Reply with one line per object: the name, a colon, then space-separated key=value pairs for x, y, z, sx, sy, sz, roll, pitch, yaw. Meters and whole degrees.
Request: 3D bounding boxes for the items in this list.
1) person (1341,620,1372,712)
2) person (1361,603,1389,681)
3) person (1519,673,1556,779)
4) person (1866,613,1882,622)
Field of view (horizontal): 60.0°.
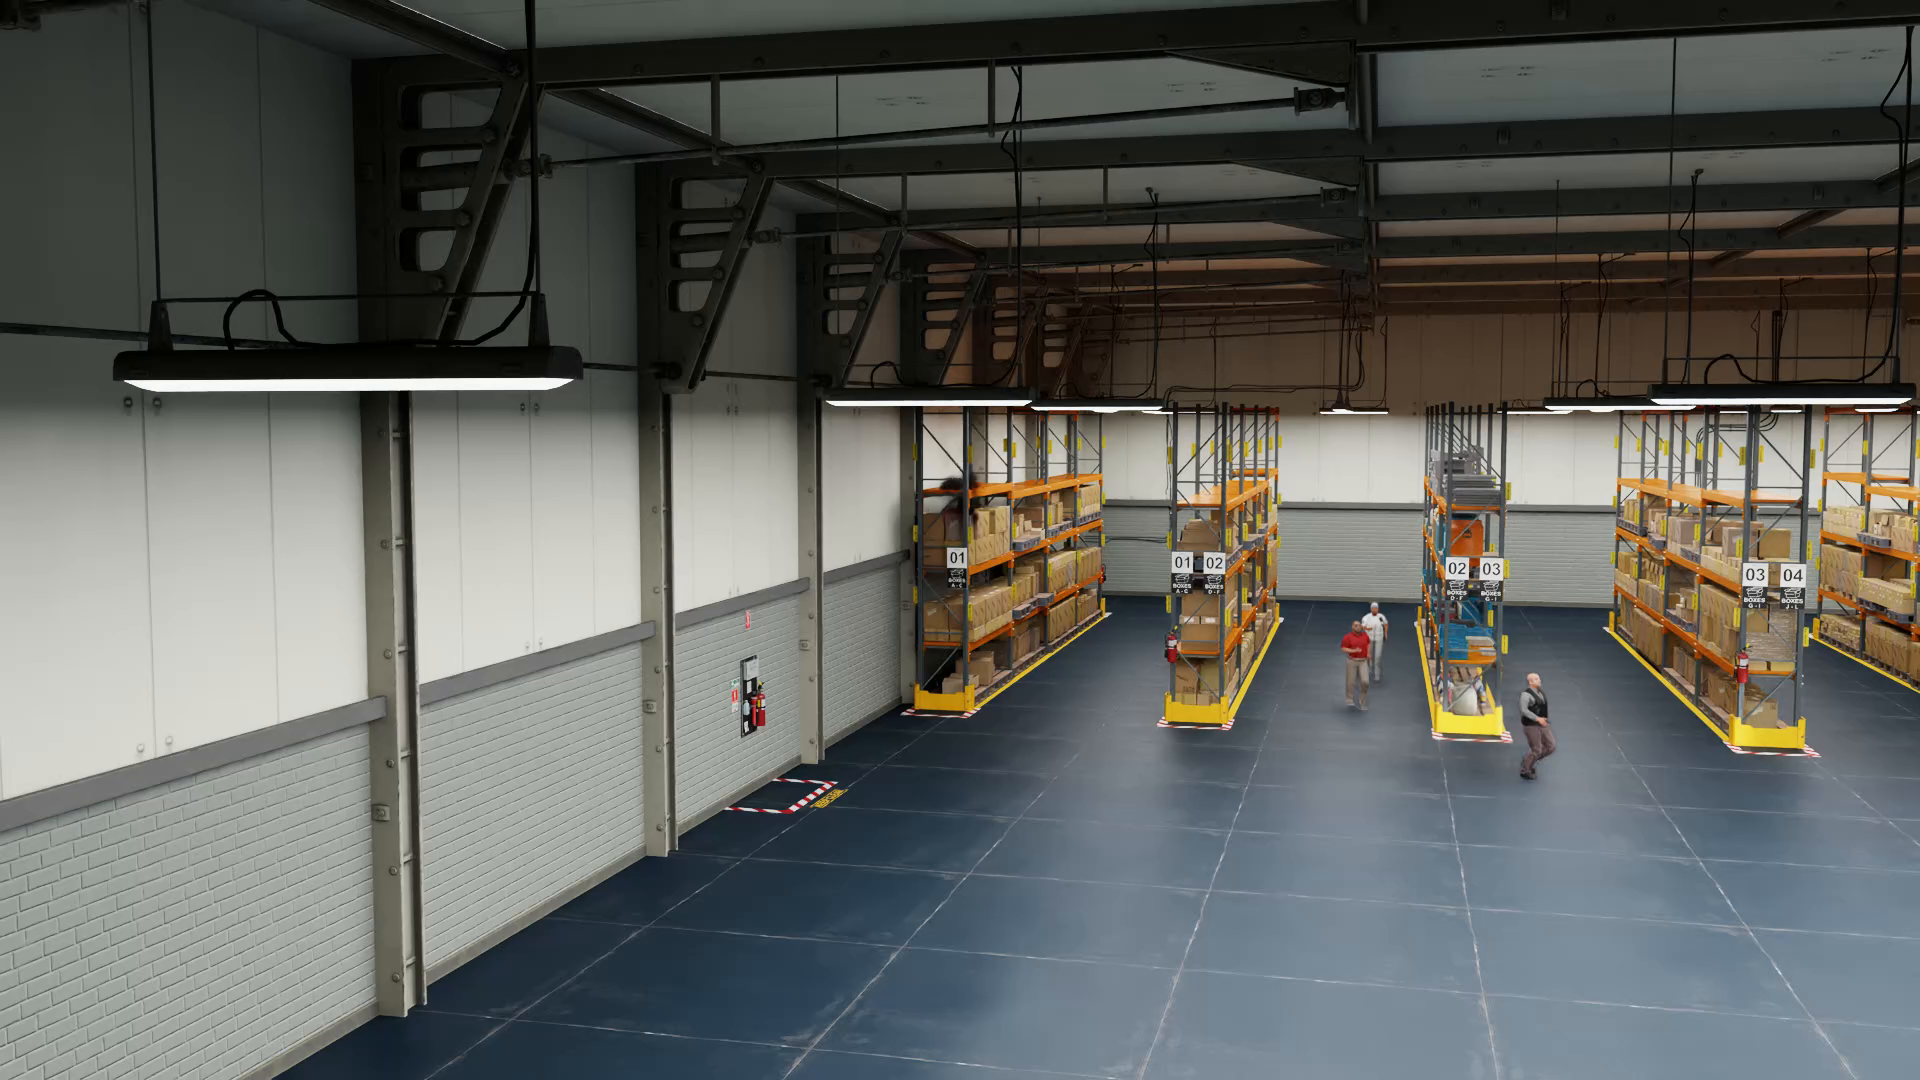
person: x=7.774 y=2.470 z=32.565 sx=0.635 sy=1.795 sz=0.765 roll=0 pitch=4 yaw=0
person: x=9.055 y=2.196 z=36.349 sx=0.607 sy=1.641 sz=0.941 roll=1 pitch=4 yaw=13
person: x=9.127 y=2.941 z=26.294 sx=0.672 sy=1.681 sz=0.532 roll=-4 pitch=6 yaw=-43
person: x=24.465 y=1.553 z=44.554 sx=0.900 sy=1.764 sz=0.683 roll=-1 pitch=4 yaw=-13
